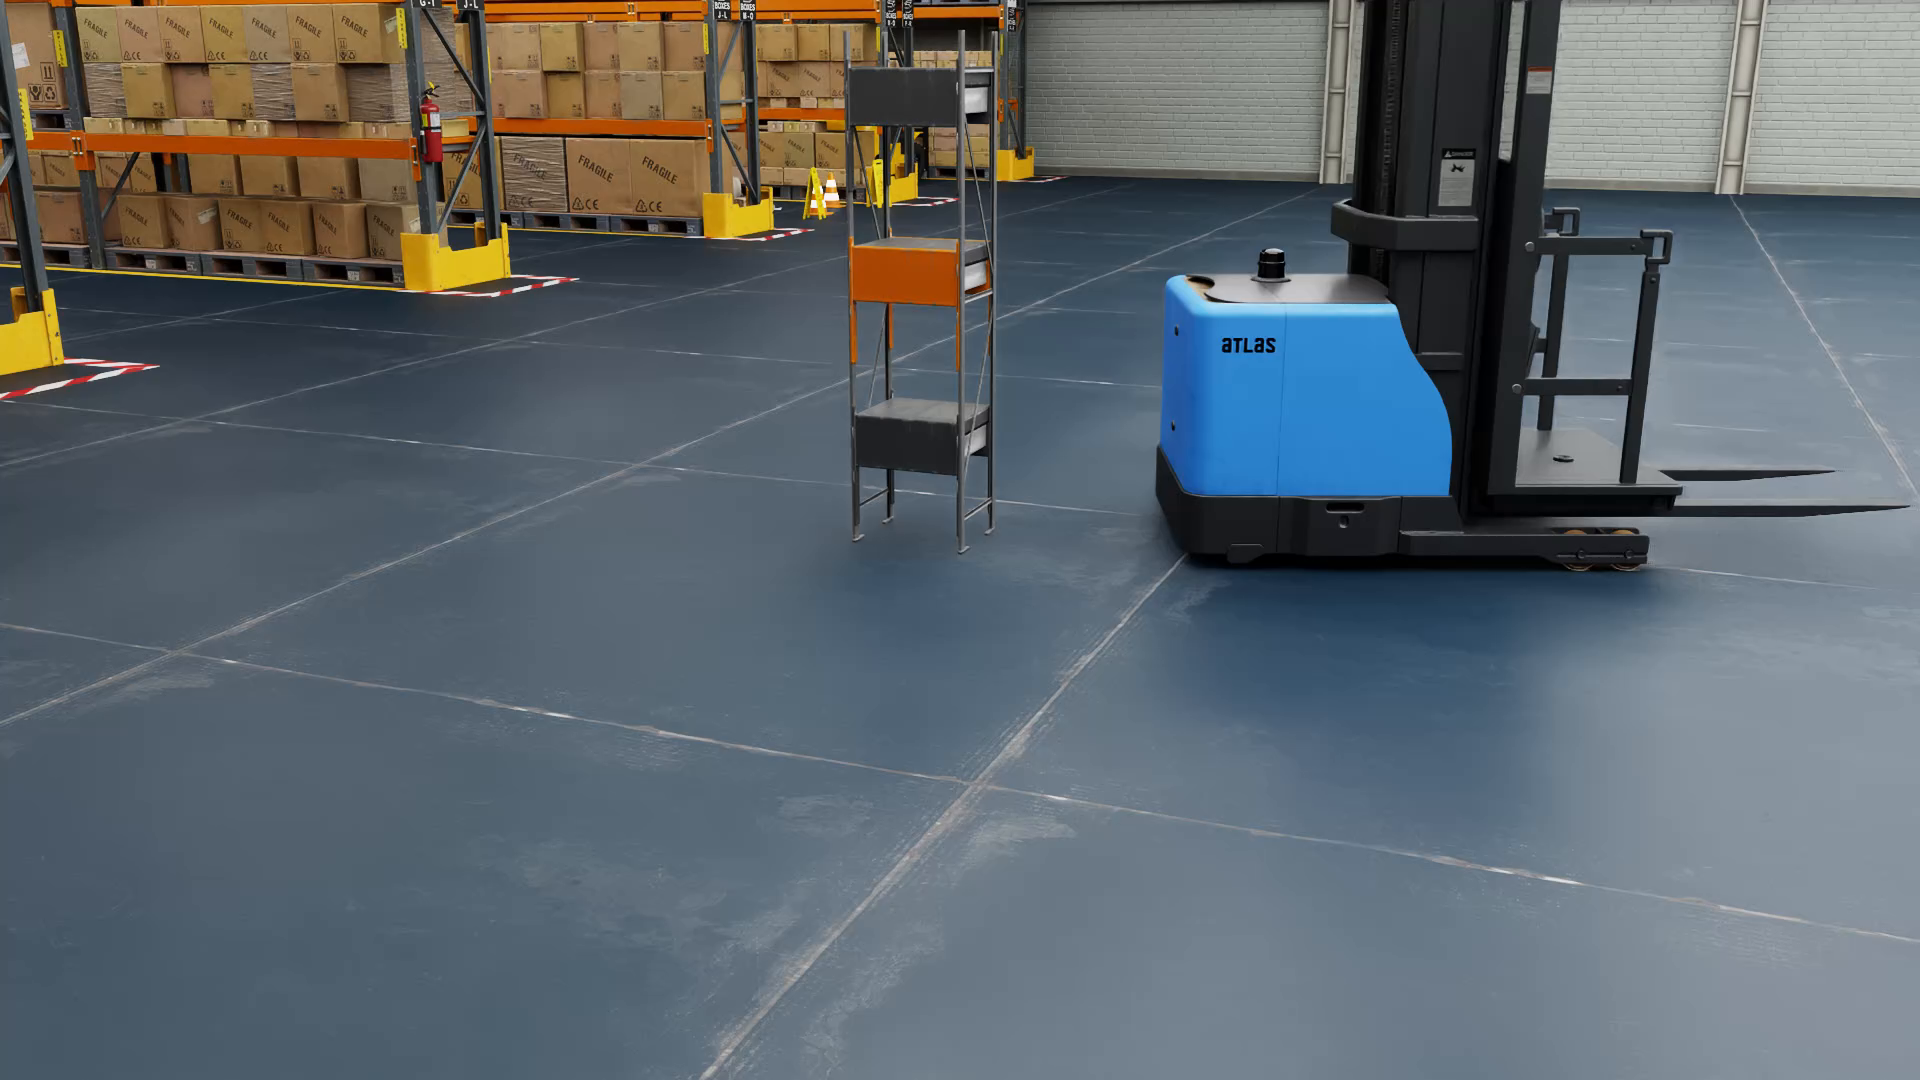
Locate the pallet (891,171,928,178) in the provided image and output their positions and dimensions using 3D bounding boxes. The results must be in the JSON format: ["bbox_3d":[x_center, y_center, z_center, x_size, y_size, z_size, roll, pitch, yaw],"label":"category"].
[{"bbox_3d":[-0.951,-6.516,29.241,1.213,0.211,1.003,6,17,21],"label":"pallet"}]

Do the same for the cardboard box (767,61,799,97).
[{"bbox_3d":[-2.445,-6.655,24.003,0.500,0.500,0.500,6,17,20],"label":"cardboard box"}]

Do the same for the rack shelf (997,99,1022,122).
[{"bbox_3d":[-0.953,-7.522,28.994,4.000,0.370,1.077,6,17,21],"label":"rack shelf"}]

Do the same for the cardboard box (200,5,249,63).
[{"bbox_3d":[-6.543,-4.623,15.211,0.500,0.500,0.500,6,17,21],"label":"cardboard box"}]

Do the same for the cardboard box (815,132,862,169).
[{"bbox_3d":[-1.752,-5.631,24.023,0.500,0.500,0.500,6,17,21],"label":"cardboard box"}]

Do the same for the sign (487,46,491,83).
[{"bbox_3d":[-4.348,-4.362,15.264,0.005,0.325,0.100,6,17,21],"label":"sign"}]

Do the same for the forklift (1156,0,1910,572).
[{"bbox_3d":[2.413,-1.429,6.837,3.031,2.935,1.130,0,16,0],"label":"forklift"}]

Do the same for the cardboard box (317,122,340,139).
[{"bbox_3d":[-5.598,-3.728,15.084,0.250,0.149,0.380,6,17,21],"label":"cardboard box"}]

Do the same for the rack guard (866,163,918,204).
[{"bbox_3d":[-0.981,-5.183,24.129,0.348,0.500,1.175,6,17,21],"label":"rack guard"}]

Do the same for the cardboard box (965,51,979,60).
[{"bbox_3d":[0.256,-8.164,28.040,0.250,0.149,0.380,6,17,21],"label":"cardboard box"}]

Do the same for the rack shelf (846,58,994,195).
[{"bbox_3d":[-0.154,-1.684,6.748,0.480,0.518,0.431,6,17,21],"label":"rack shelf"}]

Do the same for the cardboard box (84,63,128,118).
[{"bbox_3d":[-7.872,-4.343,16.040,0.500,0.500,0.875,6,17,21],"label":"cardboard box"}]

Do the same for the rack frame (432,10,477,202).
[{"bbox_3d":[-6.354,-5.490,20.705,0.127,3.000,1.000,6,17,21],"label":"rack frame"}]

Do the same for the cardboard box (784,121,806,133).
[{"bbox_3d":[-2.350,-5.989,24.093,0.250,0.149,0.380,7,17,22],"label":"cardboard box"}]

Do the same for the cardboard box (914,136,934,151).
[{"bbox_3d":[-0.611,-6.854,28.686,0.500,0.250,0.500,6,17,19],"label":"cardboard box"}]

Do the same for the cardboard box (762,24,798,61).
[{"bbox_3d":[-2.446,-7.121,23.816,0.500,0.500,0.700,6,17,20],"label":"cardboard box"}]

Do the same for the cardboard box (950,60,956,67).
[{"bbox_3d":[0.014,-8.046,28.166,0.250,0.149,0.380,7,17,22],"label":"cardboard box"}]

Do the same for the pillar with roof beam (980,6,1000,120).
[{"bbox_3d":[-0.989,-9.732,24.557,0.400,9.000,9.100,6,17,21],"label":"pillar with roof beam"}]

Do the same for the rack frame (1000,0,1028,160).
[{"bbox_3d":[0.907,-7.663,28.189,0.127,3.000,1.000,6,17,21],"label":"rack frame"}]

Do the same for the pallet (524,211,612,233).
[{"bbox_3d":[-4.536,-3.929,20.328,1.213,0.211,1.003,6,17,21],"label":"pallet"}]

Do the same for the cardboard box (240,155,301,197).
[{"bbox_3d":[-8.727,-4.847,21.770,0.750,0.750,1.050,7,17,21],"label":"cardboard box"}]

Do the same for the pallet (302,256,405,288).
[{"bbox_3d":[-5.360,-2.566,15.634,1.213,0.211,1.003,6,17,21],"label":"pallet"}]

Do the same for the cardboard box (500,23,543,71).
[{"bbox_3d":[-5.017,-5.917,19.970,0.550,0.550,0.875,6,17,21],"label":"cardboard box"}]

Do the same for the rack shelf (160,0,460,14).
[{"bbox_3d":[-8.214,-6.790,21.092,4.000,0.370,1.077,6,17,21],"label":"rack shelf"}]

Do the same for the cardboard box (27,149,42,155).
[{"bbox_3d":[-12.709,-5.472,23.028,0.500,0.250,0.500,7,18,22],"label":"cardboard box"}]

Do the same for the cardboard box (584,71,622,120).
[{"bbox_3d":[-3.989,-5.320,19.849,0.550,0.550,0.875,6,17,21],"label":"cardboard box"}]

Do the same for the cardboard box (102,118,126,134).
[{"bbox_3d":[-7.950,-3.965,15.900,0.250,0.149,0.380,6,17,21],"label":"cardboard box"}]

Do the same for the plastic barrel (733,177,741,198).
[{"bbox_3d":[-3.388,-4.957,23.488,0.512,0.421,0.421,-9,18,-27],"label":"plastic barrel"}]

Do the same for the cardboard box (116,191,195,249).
[{"bbox_3d":[-7.910,-3.164,16.423,0.500,0.500,0.500,6,17,19],"label":"cardboard box"}]

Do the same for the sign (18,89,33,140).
[{"bbox_3d":[-6.158,-2.796,10.927,0.005,0.325,0.100,6,17,21],"label":"sign"}]

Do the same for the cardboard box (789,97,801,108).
[{"bbox_3d":[-2.281,-6.347,24.108,0.250,0.149,0.380,7,17,21],"label":"cardboard box"}]

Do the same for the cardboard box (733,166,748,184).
[{"bbox_3d":[-3.187,-5.430,24.676,0.500,0.250,0.500,6,17,20],"label":"cardboard box"}]

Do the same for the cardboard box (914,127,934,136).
[{"bbox_3d":[-0.586,-7.090,28.602,0.500,0.250,0.500,7,17,21],"label":"cardboard box"}]

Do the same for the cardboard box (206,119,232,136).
[{"bbox_3d":[-6.778,-3.844,15.484,0.250,0.149,0.380,6,17,21],"label":"cardboard box"}]

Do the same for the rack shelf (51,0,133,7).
[{"bbox_3d":[-10.128,-5.514,16.697,4.000,0.370,1.077,6,17,21],"label":"rack shelf"}]

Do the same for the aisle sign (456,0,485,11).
[{"bbox_3d":[-4.379,-5.125,14.784,0.004,0.787,0.394,6,17,21],"label":"aisle sign"}]

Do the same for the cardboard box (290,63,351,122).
[{"bbox_3d":[-5.558,-4.079,15.132,0.500,0.500,0.875,6,17,21],"label":"cardboard box"}]

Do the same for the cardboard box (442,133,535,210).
[{"bbox_3d":[-5.795,-4.589,20.659,0.875,0.875,0.875,7,17,21],"label":"cardboard box"}]

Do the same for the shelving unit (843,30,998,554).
[{"bbox_3d":[-0.154,-1.025,6.939,0.503,2.100,0.431,6,17,21],"label":"shelving unit"}]

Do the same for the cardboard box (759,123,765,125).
[{"bbox_3d":[-4.022,-7.265,30.325,0.625,0.625,0.875,6,17,20],"label":"cardboard box"}]

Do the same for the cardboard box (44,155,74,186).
[{"bbox_3d":[-12.221,-5.062,22.959,0.500,0.500,0.500,7,17,22],"label":"cardboard box"}]

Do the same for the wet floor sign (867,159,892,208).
[{"bbox_3d":[-1.127,-4.948,23.059,0.232,0.644,0.267,14,21,40],"label":"wet floor sign"}]

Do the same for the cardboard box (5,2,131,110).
[{"bbox_3d":[-8.956,-4.822,16.573,1.000,1.000,1.000,6,17,21],"label":"cardboard box"}]

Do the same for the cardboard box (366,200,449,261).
[{"bbox_3d":[-5.122,-2.874,15.425,0.500,0.500,0.500,10,19,31],"label":"cardboard box"}]

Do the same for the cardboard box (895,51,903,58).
[{"bbox_3d":[-0.932,-8.303,28.517,0.250,0.149,0.380,7,17,21],"label":"cardboard box"}]

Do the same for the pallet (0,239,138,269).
[{"bbox_3d":[-8.993,-2.954,16.971,1.213,0.211,1.003,6,17,21],"label":"pallet"}]
